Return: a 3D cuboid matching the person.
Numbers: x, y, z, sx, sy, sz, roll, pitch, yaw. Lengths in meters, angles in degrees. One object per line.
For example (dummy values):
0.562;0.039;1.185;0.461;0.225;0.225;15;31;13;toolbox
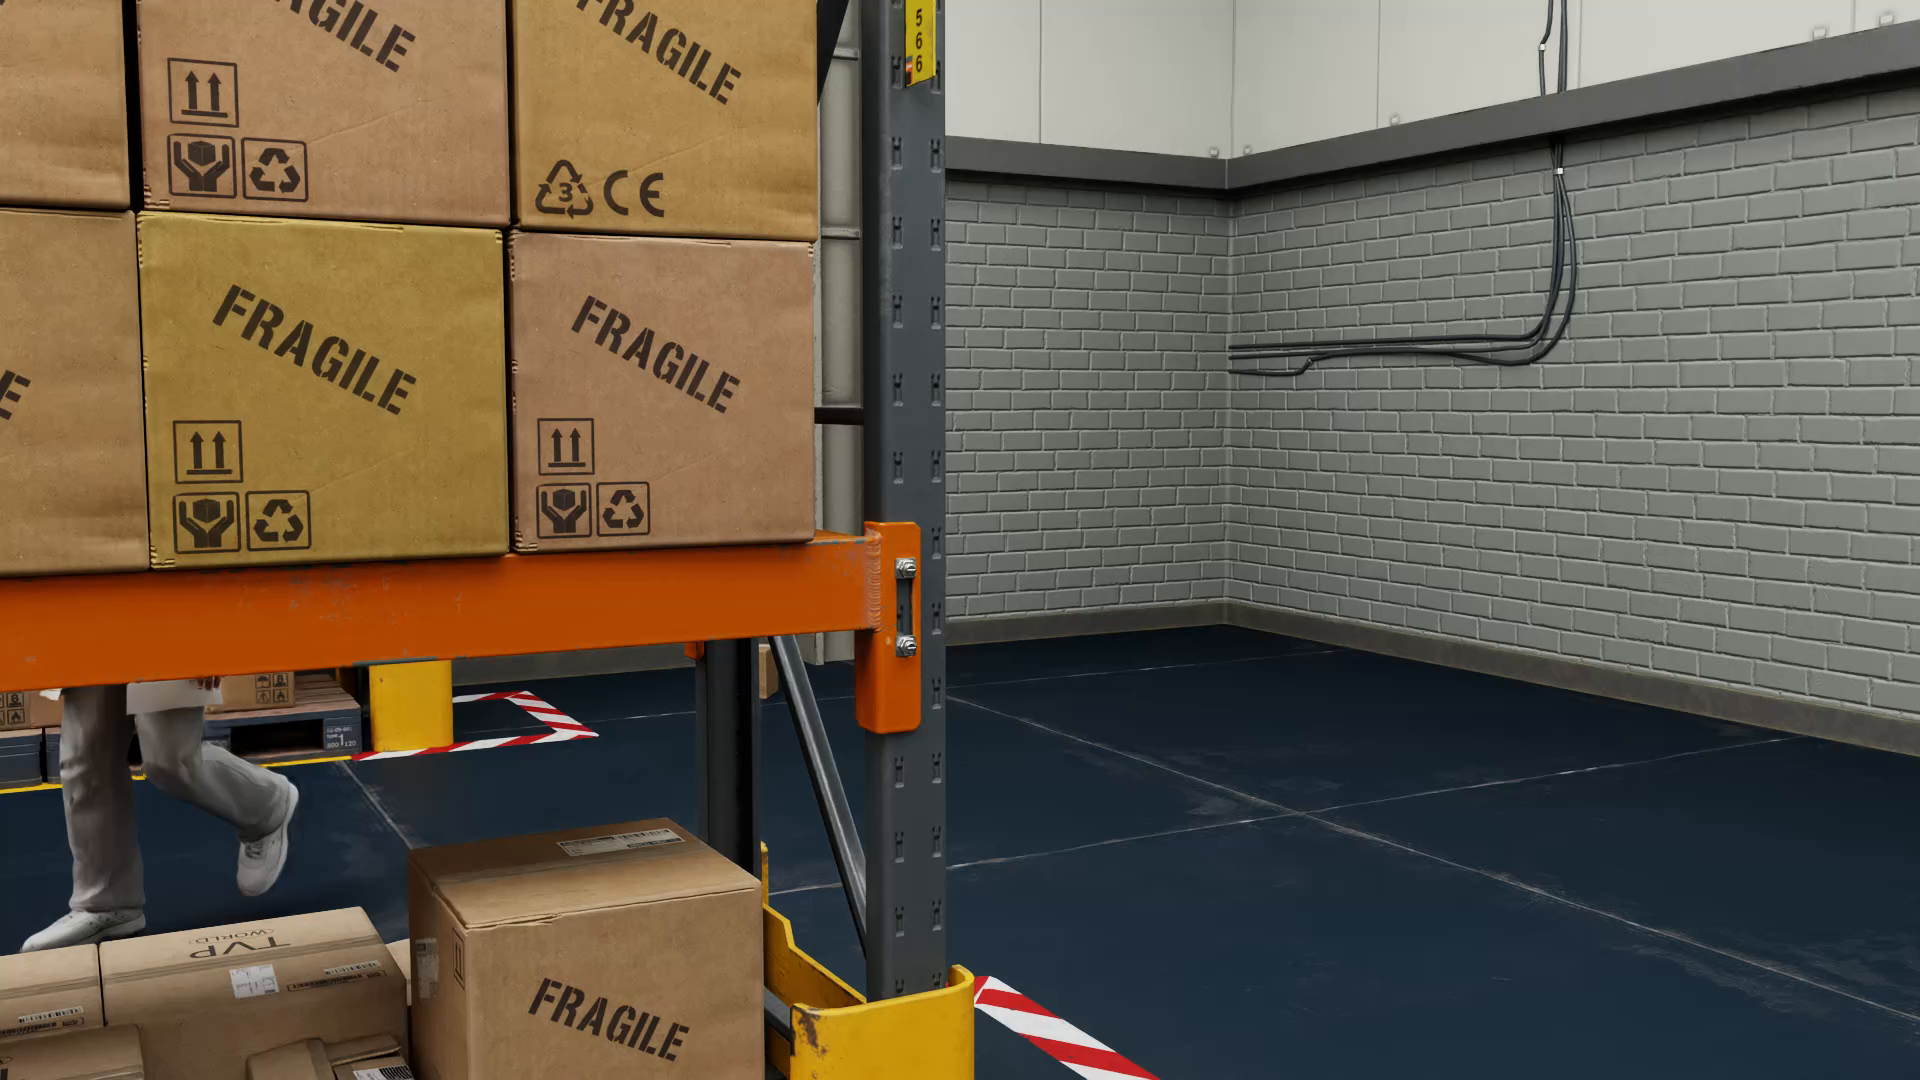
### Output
-2.259;0.236;4.707;0.613;1.768;0.777;2;5;20;person
